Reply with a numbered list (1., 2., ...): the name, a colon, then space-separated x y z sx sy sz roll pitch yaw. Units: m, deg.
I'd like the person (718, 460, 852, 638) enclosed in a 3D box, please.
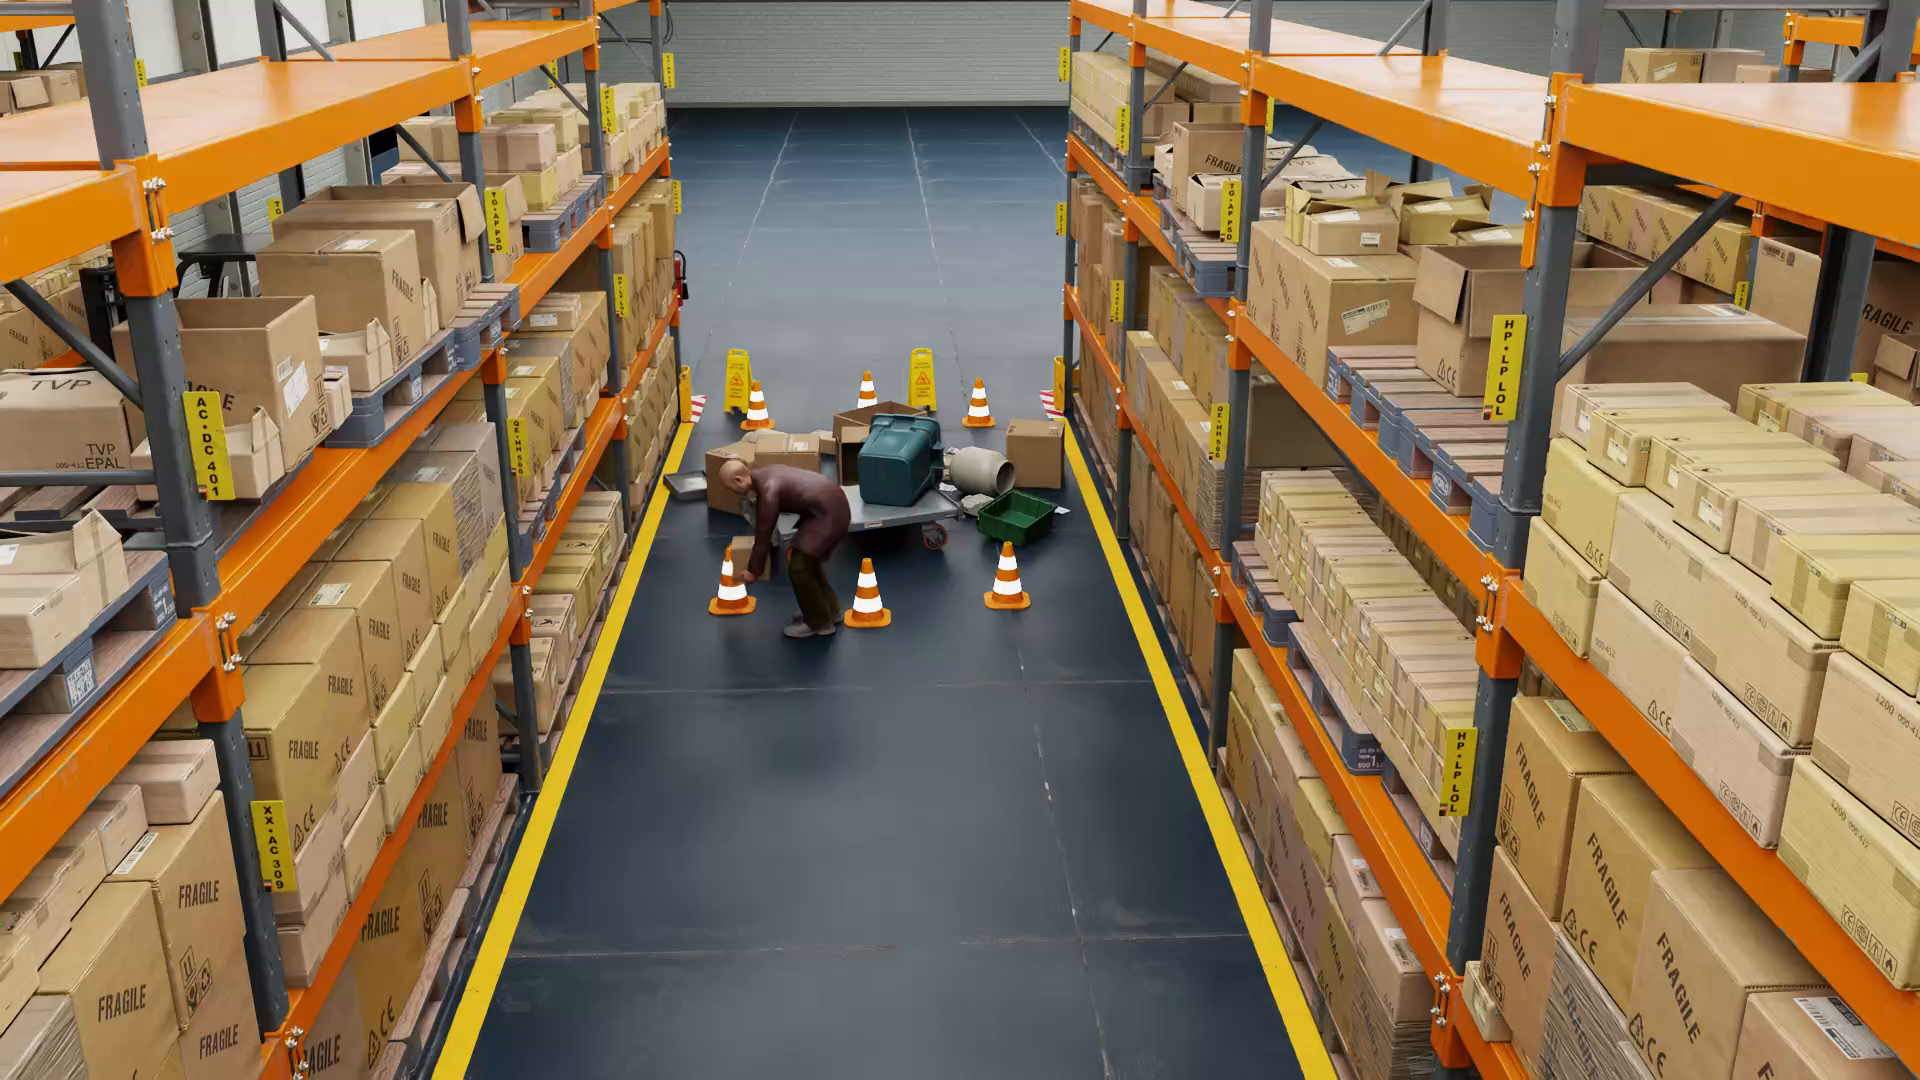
1. person: -1.215 0.039 11.709 0.909 1.284 0.551 -2 20 -5
